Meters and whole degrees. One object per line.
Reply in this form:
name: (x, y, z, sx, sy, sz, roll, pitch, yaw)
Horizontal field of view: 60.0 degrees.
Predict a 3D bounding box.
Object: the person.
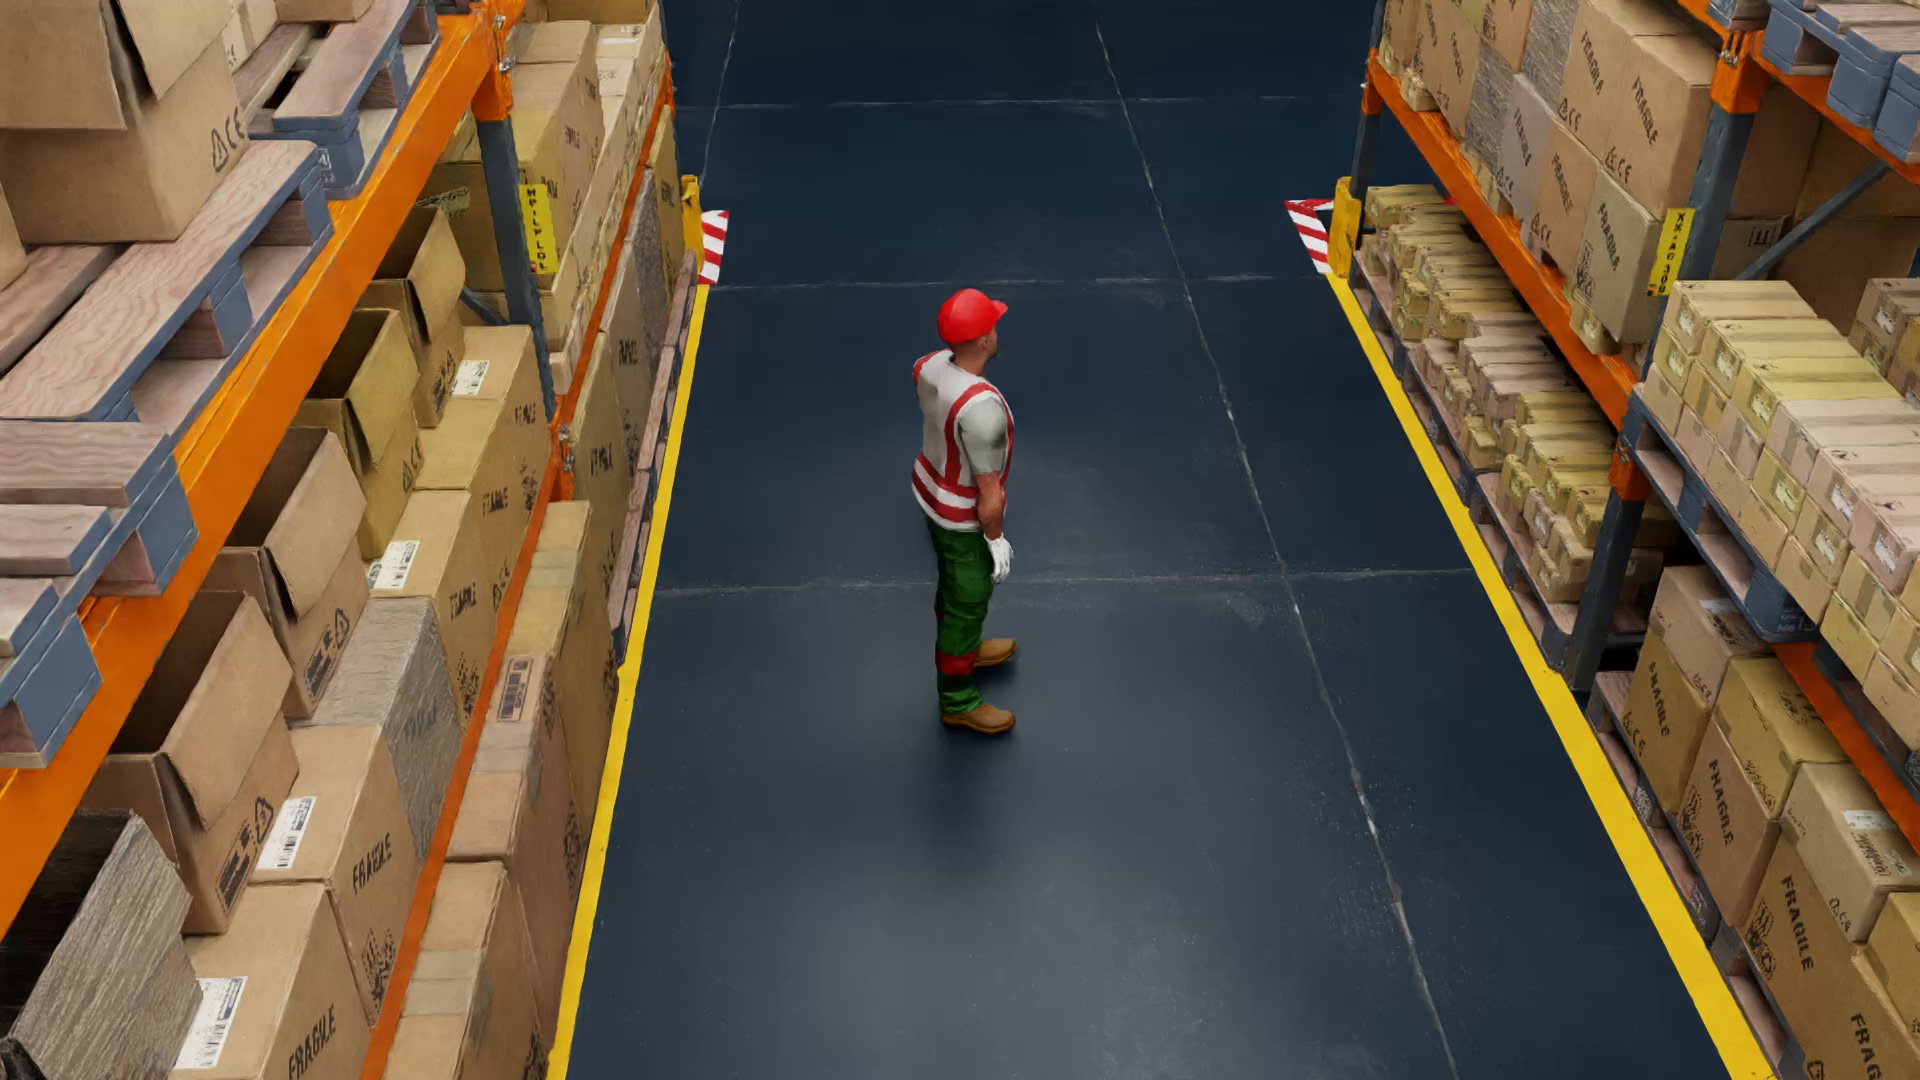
person: (0.072, -0.132, 6.258, 0.465, 1.794, 0.620, -14, 37, -19)
